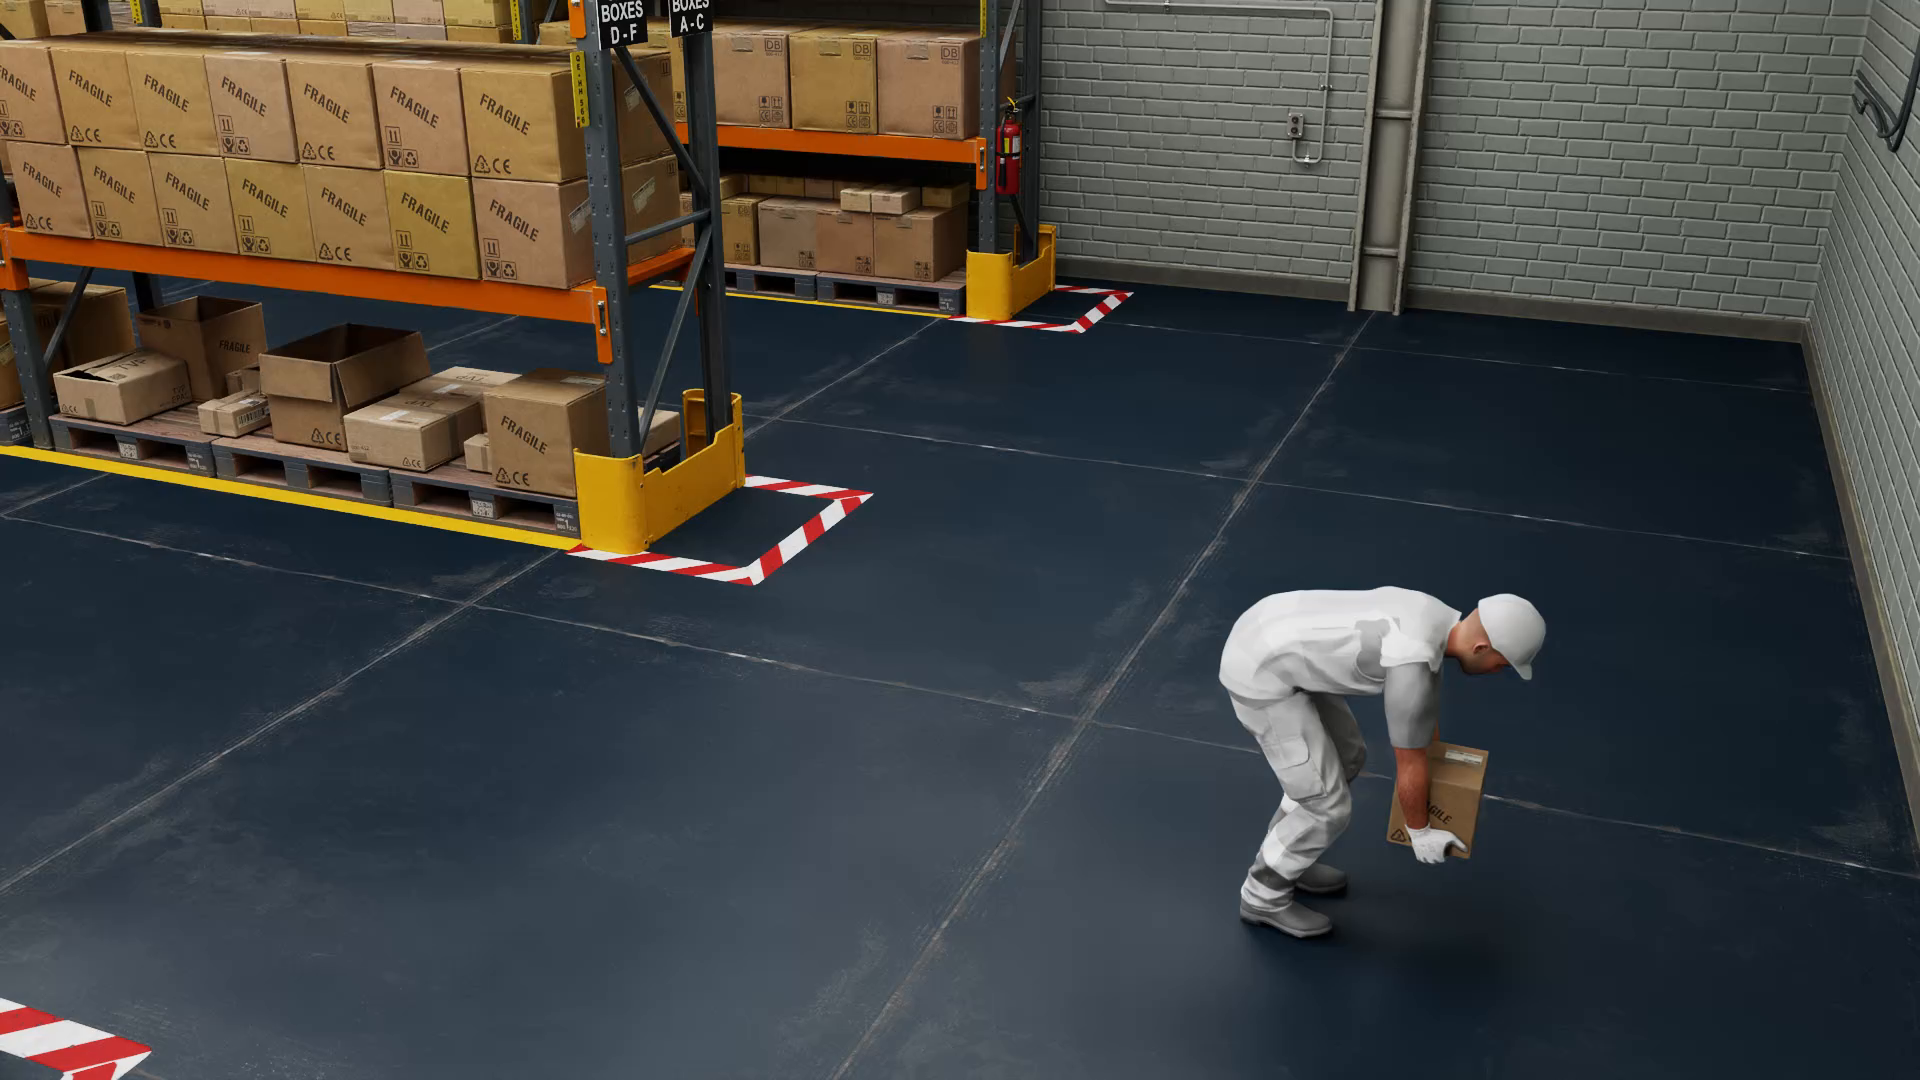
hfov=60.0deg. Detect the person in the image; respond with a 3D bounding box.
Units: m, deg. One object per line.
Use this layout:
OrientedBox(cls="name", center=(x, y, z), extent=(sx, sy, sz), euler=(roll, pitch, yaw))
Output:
OrientedBox(cls="person", center=(1.274, 0.672, 5.207), extent=(0.943, 1.182, 0.517), euler=(8, 23, 18))
